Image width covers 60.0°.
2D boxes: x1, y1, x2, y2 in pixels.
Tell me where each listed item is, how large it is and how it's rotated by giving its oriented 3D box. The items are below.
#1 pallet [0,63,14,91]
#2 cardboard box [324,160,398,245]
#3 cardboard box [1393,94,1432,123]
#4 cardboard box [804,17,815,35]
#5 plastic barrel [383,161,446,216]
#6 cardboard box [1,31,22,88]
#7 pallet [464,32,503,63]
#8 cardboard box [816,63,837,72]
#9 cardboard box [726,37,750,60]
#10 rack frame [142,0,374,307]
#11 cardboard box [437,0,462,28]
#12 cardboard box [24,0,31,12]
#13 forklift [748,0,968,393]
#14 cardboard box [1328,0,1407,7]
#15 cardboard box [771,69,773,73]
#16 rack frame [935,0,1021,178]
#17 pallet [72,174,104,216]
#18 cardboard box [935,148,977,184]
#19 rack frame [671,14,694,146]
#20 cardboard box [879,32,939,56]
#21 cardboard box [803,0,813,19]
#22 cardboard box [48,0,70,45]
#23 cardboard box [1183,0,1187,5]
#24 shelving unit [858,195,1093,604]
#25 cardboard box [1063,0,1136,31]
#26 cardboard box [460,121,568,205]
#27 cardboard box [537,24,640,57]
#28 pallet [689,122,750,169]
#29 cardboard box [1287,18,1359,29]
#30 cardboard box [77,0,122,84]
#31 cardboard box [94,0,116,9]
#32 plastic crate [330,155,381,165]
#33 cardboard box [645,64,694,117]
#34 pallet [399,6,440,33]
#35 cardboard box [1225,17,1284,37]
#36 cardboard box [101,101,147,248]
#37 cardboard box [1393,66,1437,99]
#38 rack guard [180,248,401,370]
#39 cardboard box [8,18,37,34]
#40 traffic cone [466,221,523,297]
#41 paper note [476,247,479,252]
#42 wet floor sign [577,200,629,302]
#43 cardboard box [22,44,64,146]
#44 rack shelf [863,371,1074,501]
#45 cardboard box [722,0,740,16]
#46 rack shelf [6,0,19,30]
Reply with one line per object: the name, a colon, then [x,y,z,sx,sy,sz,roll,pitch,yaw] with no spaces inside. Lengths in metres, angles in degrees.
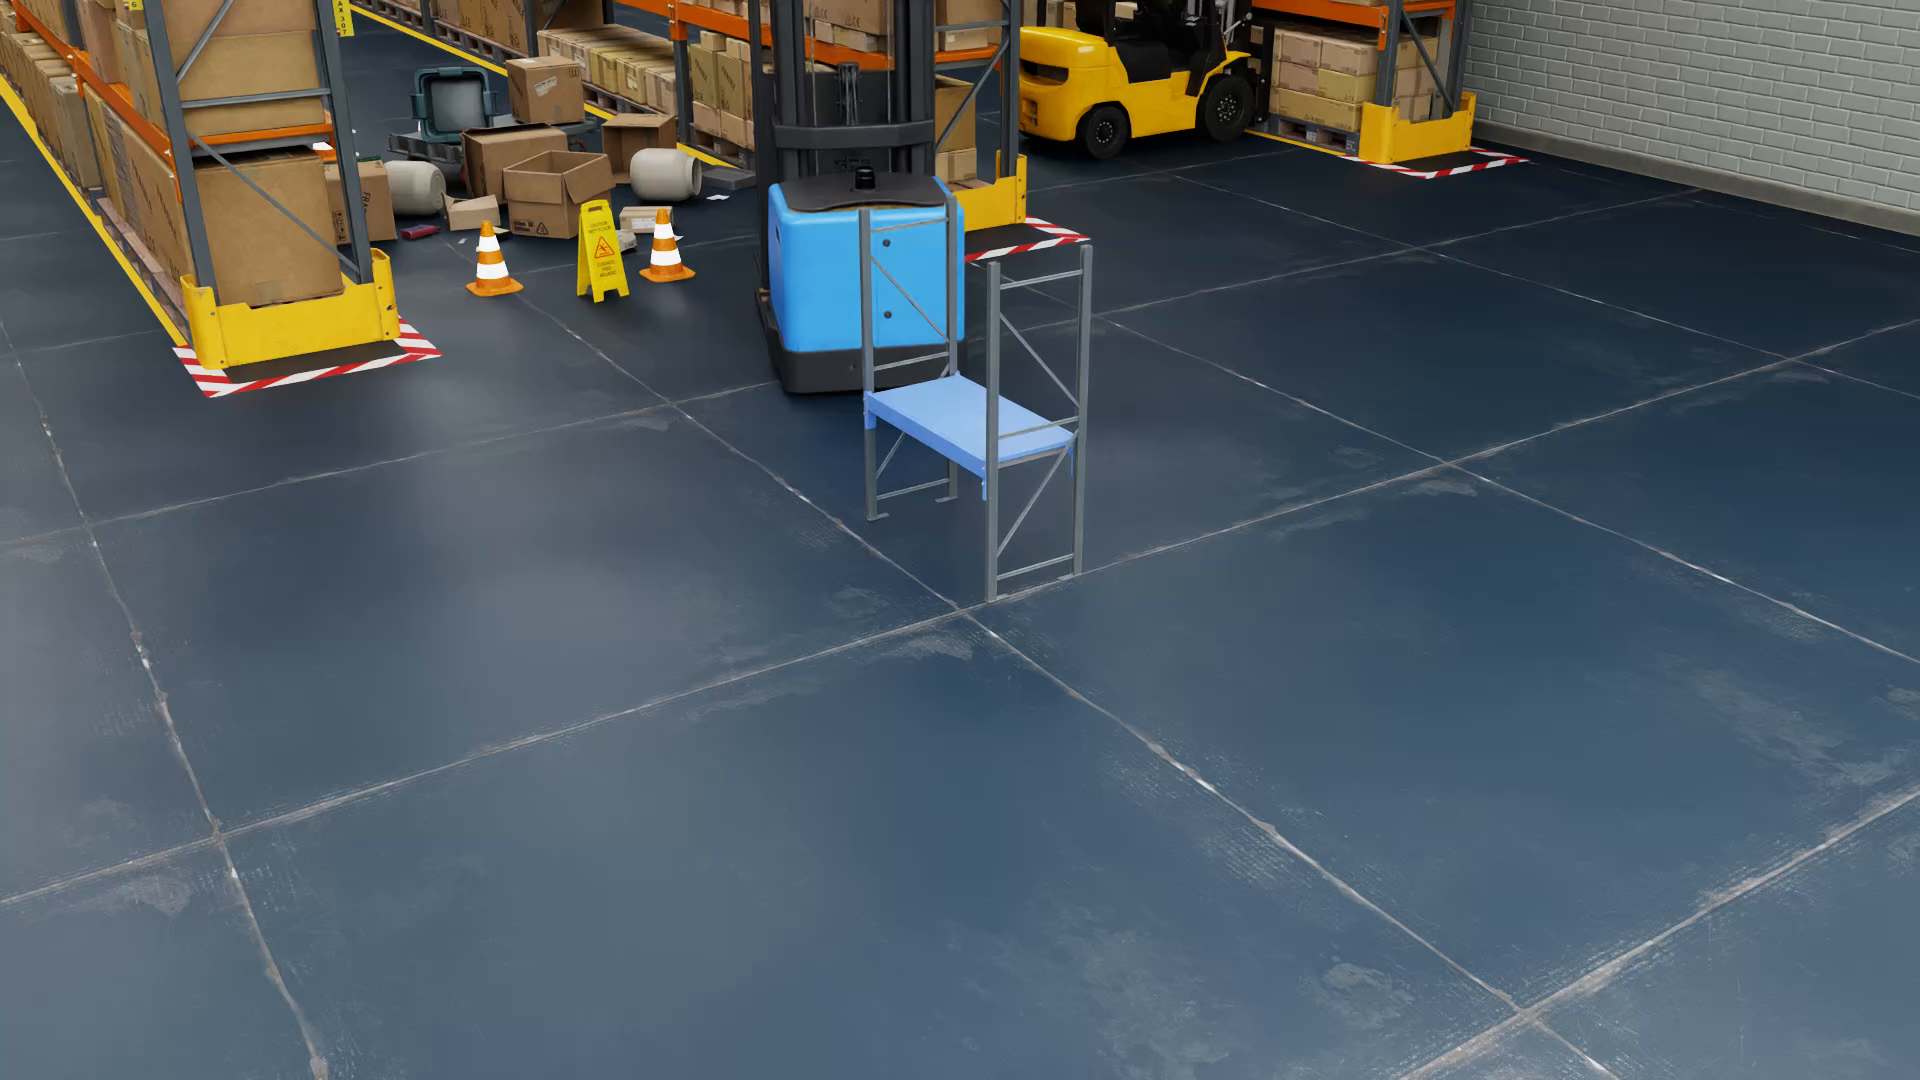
pallet: [-10.217,-5.317,18.766,1.003,0.211,1.213,-16,29,-30]
cardboard box: [-4.569,-2.549,12.562,0.500,0.500,0.500,-10,27,-21]
cardboard box: [4.052,-4.080,15.607,0.500,0.250,0.500,-15,29,-29]
cardboard box: [-1.141,-4.165,13.354,0.380,0.149,0.250,-16,30,-30]
plastic barrel: [-4.372,-2.781,13.146,0.512,0.421,0.421,3,25,6]
cardboard box: [-9.621,-5.031,17.330,0.500,0.500,0.500,-17,30,-32]
pallet: [-5.397,-6.090,20.402,1.003,0.211,1.213,-16,29,-30]
cardboard box: [-0.913,-3.674,13.110,0.380,0.149,0.250,-15,29,-28]
cardboard box: [-1.788,-4.247,14.324,0.380,0.149,0.250,-14,29,-28]
rack frame: [-4.093,-2.564,9.668,1.000,3.000,0.127,-16,29,-30]
cardboard box: [-6.146,-7.072,21.214,0.875,0.875,0.875,-15,29,-28]
cardboard box: [-7.886,-4.885,14.468,0.500,0.500,0.500,-16,29,-30]
forklift: [-0.738,-2.752,10.146,1.130,2.935,3.031,-5,26,-10]
cardboard box: [3.668,-5.072,14.863,0.500,0.500,0.500,-16,30,-31]
cardboard box: [-1.214,-3.633,13.783,0.500,0.500,0.500,-16,30,-31]
rack frame: [-0.001,-3.754,12.188,1.000,3.000,0.127,-16,29,-30]
pallet: [-6.761,-2.992,13.841,1.003,0.211,1.213,-16,29,-30]
cardboard box: [-0.209,-3.053,13.433,0.500,0.250,0.500,-16,30,-30]
rack frame: [-2.184,-5.184,15.219,1.000,3.000,0.127,-16,29,-30]
cardboard box: [-0.384,-3.724,12.419,0.380,0.149,0.250,-14,29,-28]
cardboard box: [-1.067,-4.423,13.141,0.500,0.500,0.500,-16,29,-30]
cardboard box: [-6.785,-4.164,12.940,0.500,0.500,0.500,-16,29,-30]
cardboard box: [2.403,-5.610,17.678,0.500,0.250,0.500,-15,29,-29]
shelving unit: [0.047,-0.648,7.365,0.538,1.500,1.048,-16,29,-30]
cardboard box: [1.678,-5.643,18.479,0.875,0.625,0.625,-14,29,-27]
cardboard box: [-3.598,-3.057,13.477,0.797,0.637,0.503,-16,29,-30]
cardboard box: [-4.068,-5.412,18.287,0.950,0.372,0.625,-18,31,-33]
pallet: [-1.788,-3.691,15.322,1.003,0.211,1.213,-16,29,-30]
cardboard box: [3.513,-4.886,16.143,0.500,0.250,0.500,-16,30,-30]
cardboard box: [-5.550,-3.521,11.520,0.875,0.550,0.550,-16,29,-30]
cardboard box: [-5.231,-3.828,10.905,0.875,0.550,0.500,-16,29,-30]
plastic crate: [-5.084,-2.992,13.801,0.450,0.188,0.662,-10,25,2]
cardboard box: [-2.473,-4.373,16.086,0.950,0.372,0.625,-15,29,-29]
pallet: [-6.901,-7.075,22.490,1.003,0.211,1.213,-16,29,-30]
cardboard box: [2.806,-4.945,16.269,0.500,0.250,0.500,-16,30,-31]
cardboard box: [-5.496,-2.661,11.870,0.875,0.875,0.875,-15,29,-29]
cardboard box: [4.074,-4.301,15.490,0.500,0.250,0.500,-15,29,-29]
rack guard: [-4.080,-1.425,10.183,1.175,0.500,0.348,-16,29,-30]
cardboard box: [-9.053,-5.008,16.402,0.500,0.250,0.500,-16,30,-31]
traffic cone: [-3.193,-1.938,11.313,0.336,0.463,0.334,-16,29,-30]
paper note: [-3.503,-2.162,12.296,0.144,0.017,0.142,-6,26,-12]
wet floor sign: [-2.418,-1.950,11.126,0.267,0.644,0.232,-22,33,-38]
cardboard box: [-7.723,-4.047,14.953,1.050,0.750,0.750,-15,29,-29]
rack shelf: [0.047,-0.485,7.442,0.538,0.185,1.000,-16,29,-30]
cardboard box: [-1.823,-4.621,14.319,0.380,0.149,0.250,-15,29,-28]
rack shelf: [-9.552,-5.815,17.398,1.077,0.370,4.000,-16,29,-30]
